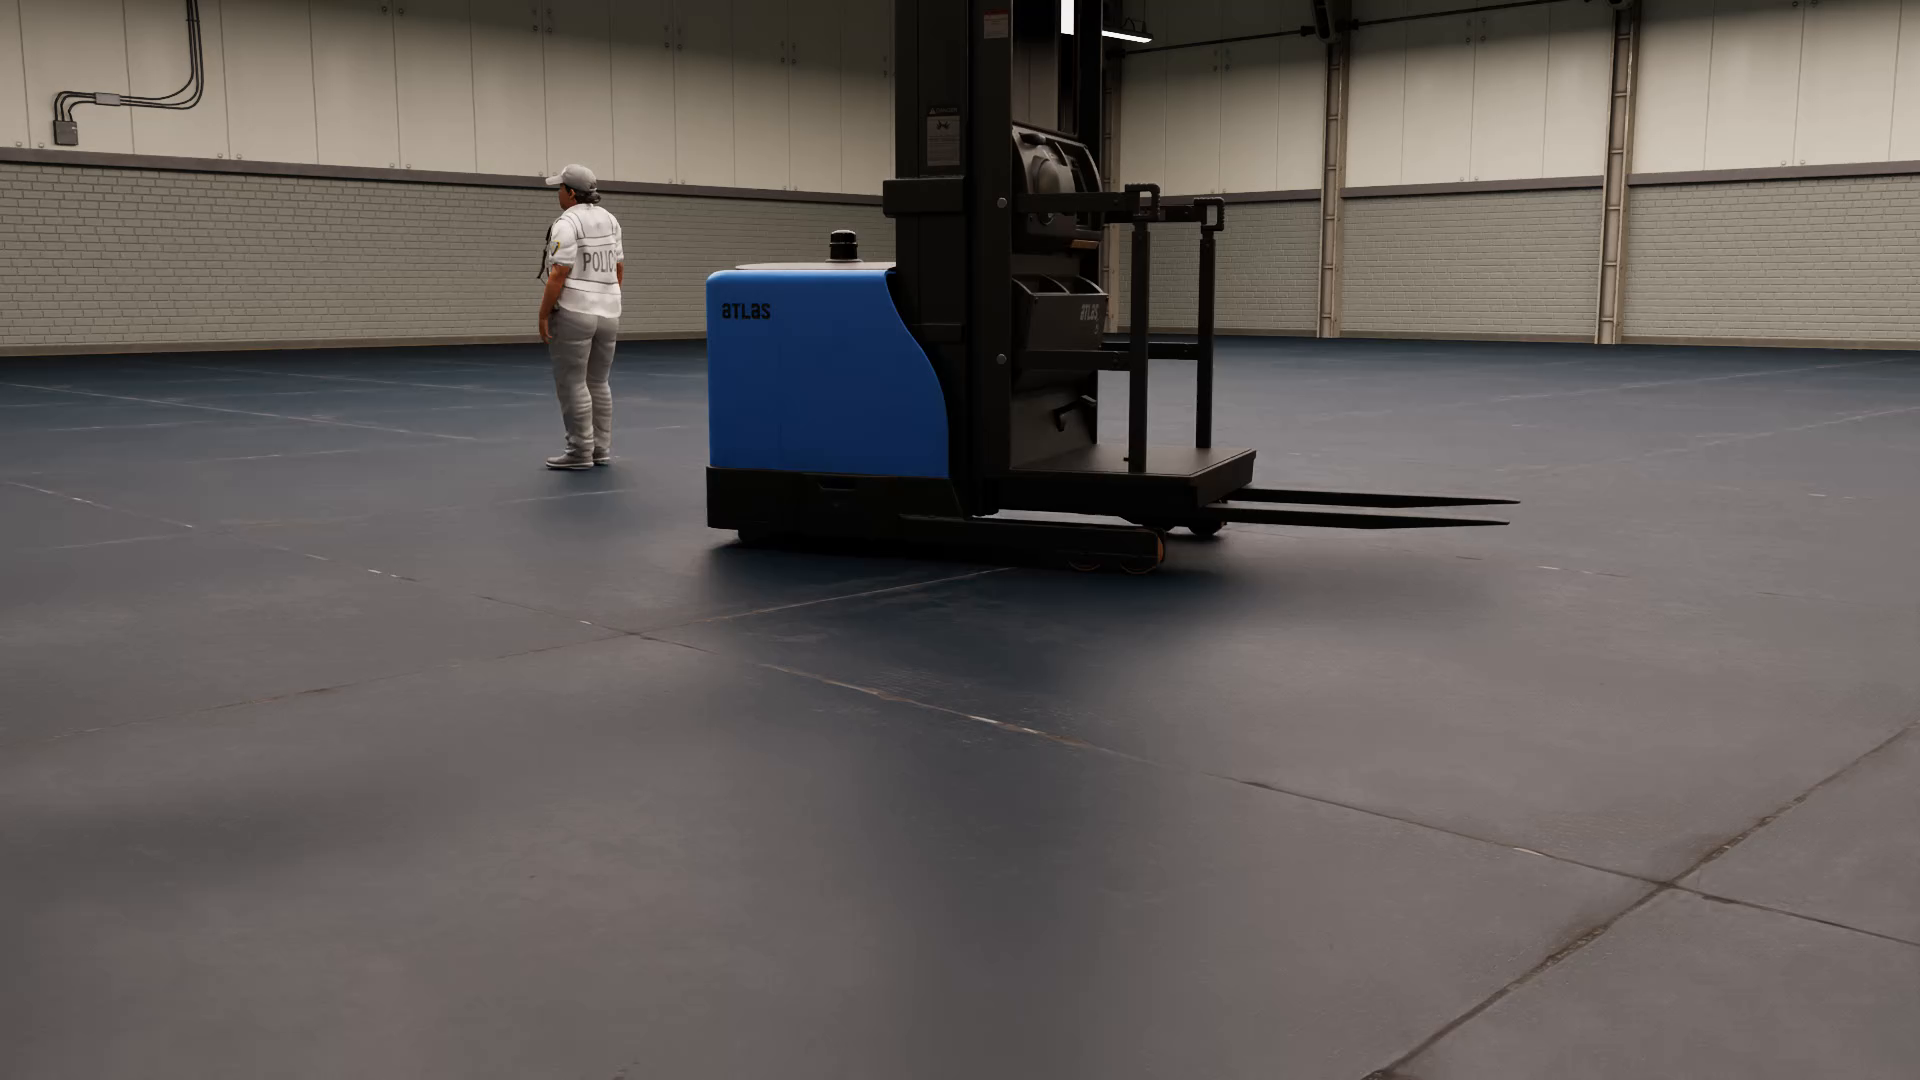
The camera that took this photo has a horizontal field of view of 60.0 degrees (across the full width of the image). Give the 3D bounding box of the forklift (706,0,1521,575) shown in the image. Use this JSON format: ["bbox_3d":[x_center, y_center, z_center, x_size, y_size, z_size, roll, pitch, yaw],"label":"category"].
[{"bbox_3d":[0.565,-1.416,6.275,3.031,2.935,1.130,3,9,22],"label":"forklift"}]

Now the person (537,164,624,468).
[{"bbox_3d":[-2.160,-1.239,9.292,0.529,1.669,0.598,5,10,30],"label":"person"}]
